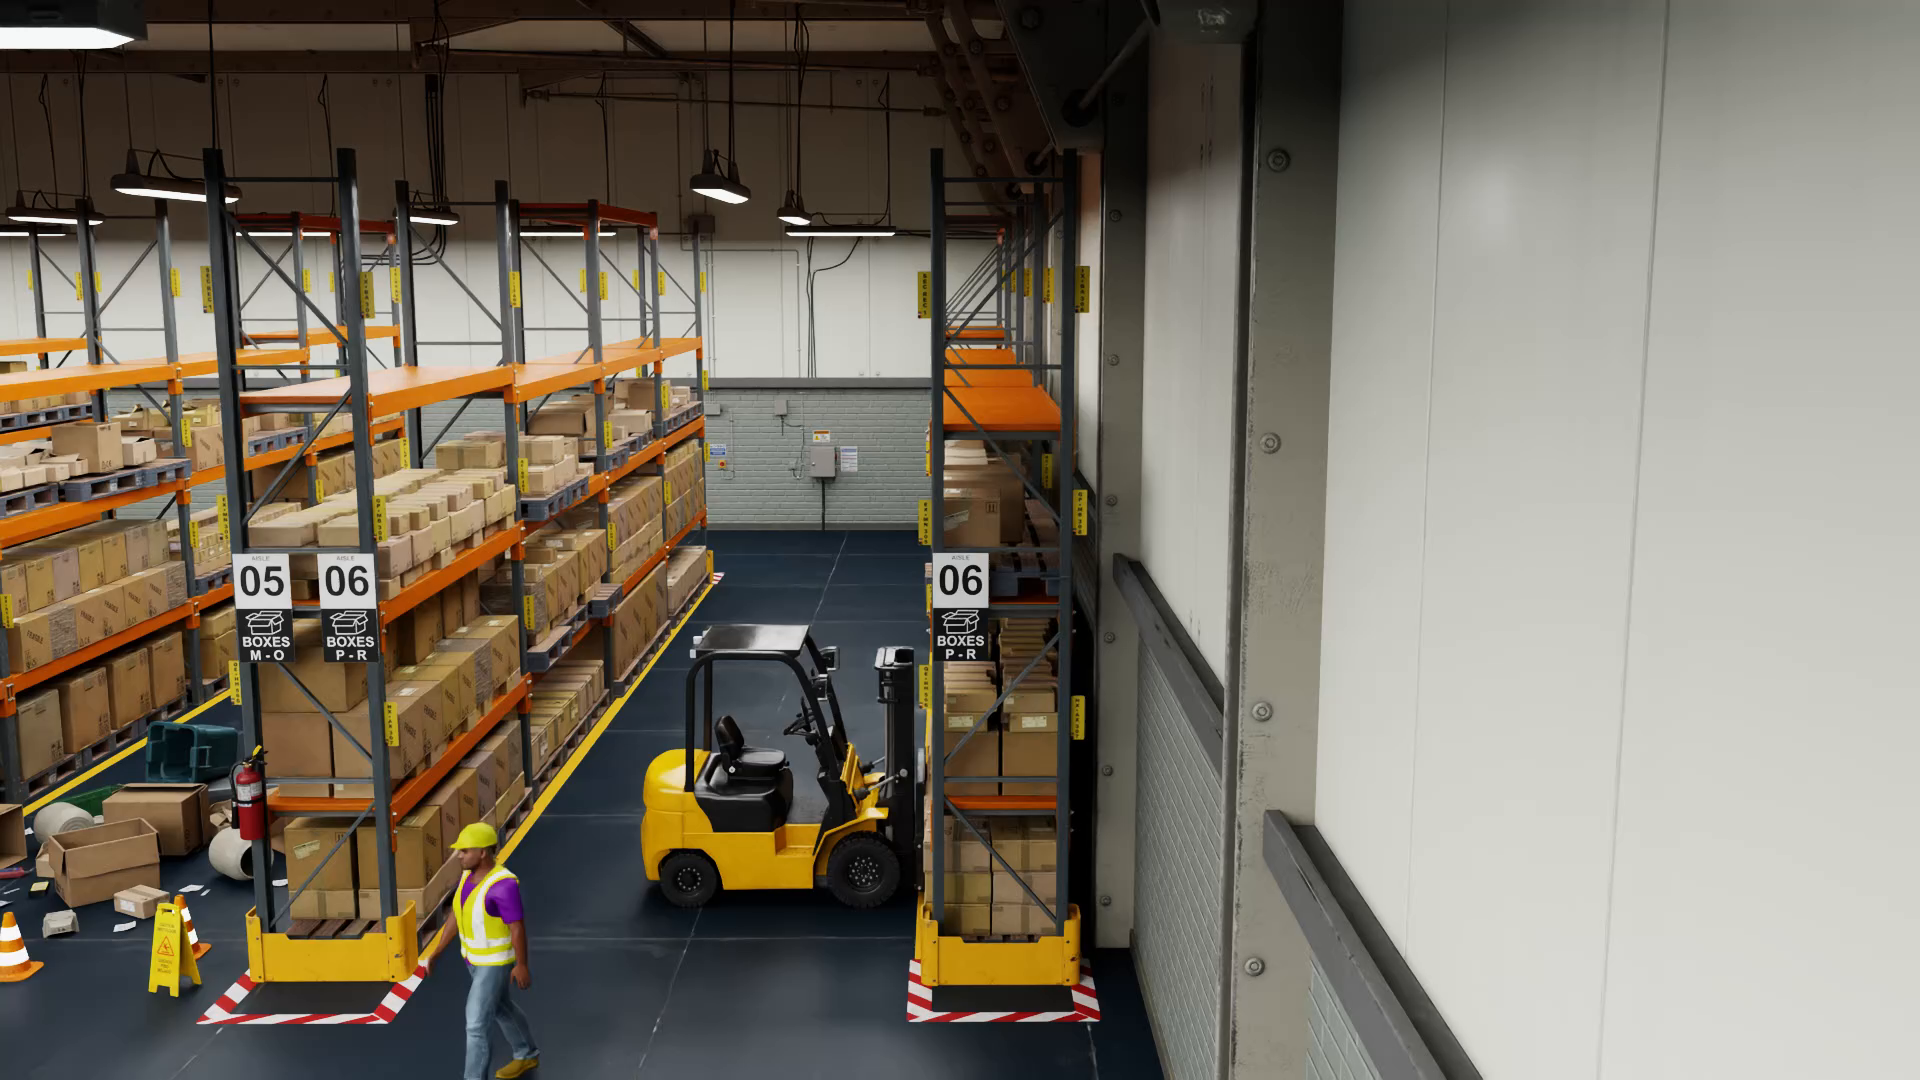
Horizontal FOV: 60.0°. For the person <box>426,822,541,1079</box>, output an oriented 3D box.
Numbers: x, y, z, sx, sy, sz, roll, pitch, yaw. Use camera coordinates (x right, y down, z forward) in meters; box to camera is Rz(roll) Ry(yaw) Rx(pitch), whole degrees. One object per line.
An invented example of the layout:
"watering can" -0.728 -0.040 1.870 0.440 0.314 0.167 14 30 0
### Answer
"person" -3.020 2.640 10.439 0.847 1.735 0.644 -7 12 -39
